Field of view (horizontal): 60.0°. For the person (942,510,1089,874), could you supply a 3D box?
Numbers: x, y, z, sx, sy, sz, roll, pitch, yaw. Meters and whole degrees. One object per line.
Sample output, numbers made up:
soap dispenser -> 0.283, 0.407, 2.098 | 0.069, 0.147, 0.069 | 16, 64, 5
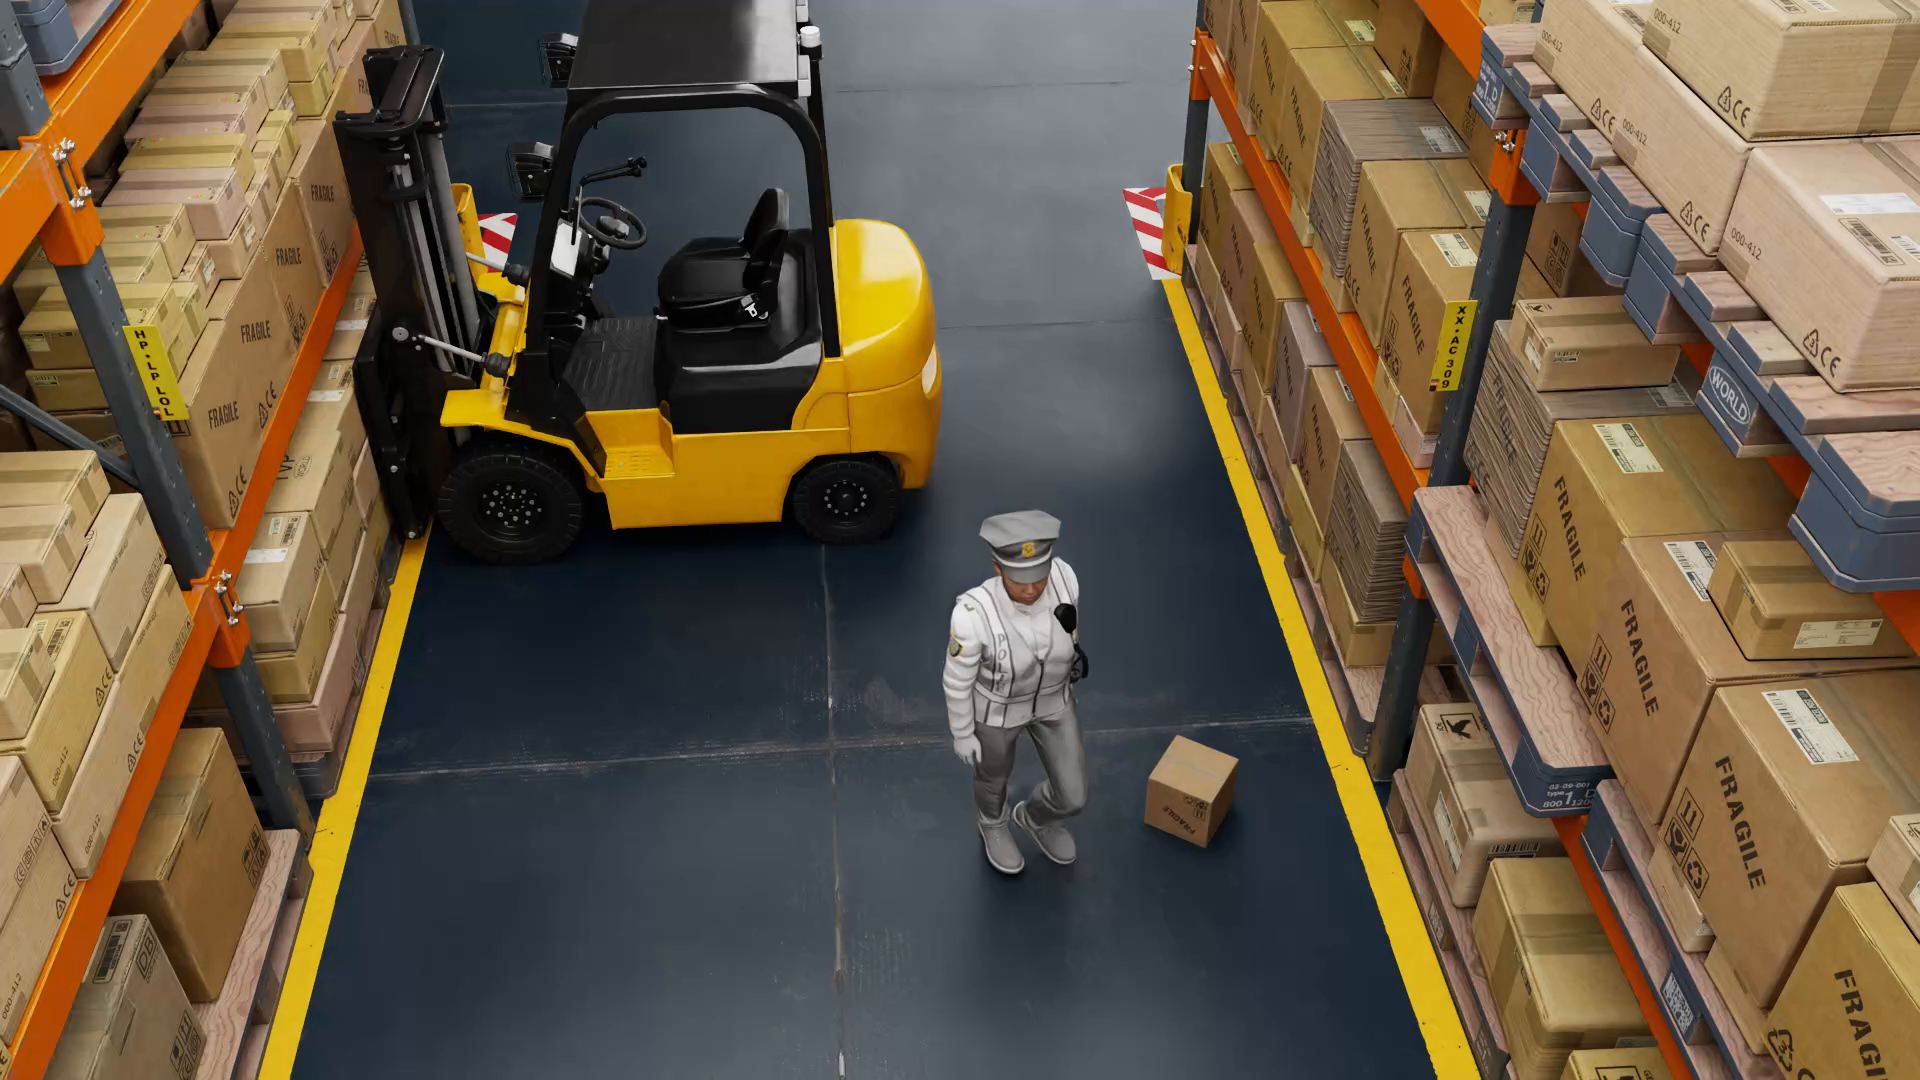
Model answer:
person -> 0.179, 0.536, 5.462 | 0.515, 1.664, 0.481 | -14, 41, -16
